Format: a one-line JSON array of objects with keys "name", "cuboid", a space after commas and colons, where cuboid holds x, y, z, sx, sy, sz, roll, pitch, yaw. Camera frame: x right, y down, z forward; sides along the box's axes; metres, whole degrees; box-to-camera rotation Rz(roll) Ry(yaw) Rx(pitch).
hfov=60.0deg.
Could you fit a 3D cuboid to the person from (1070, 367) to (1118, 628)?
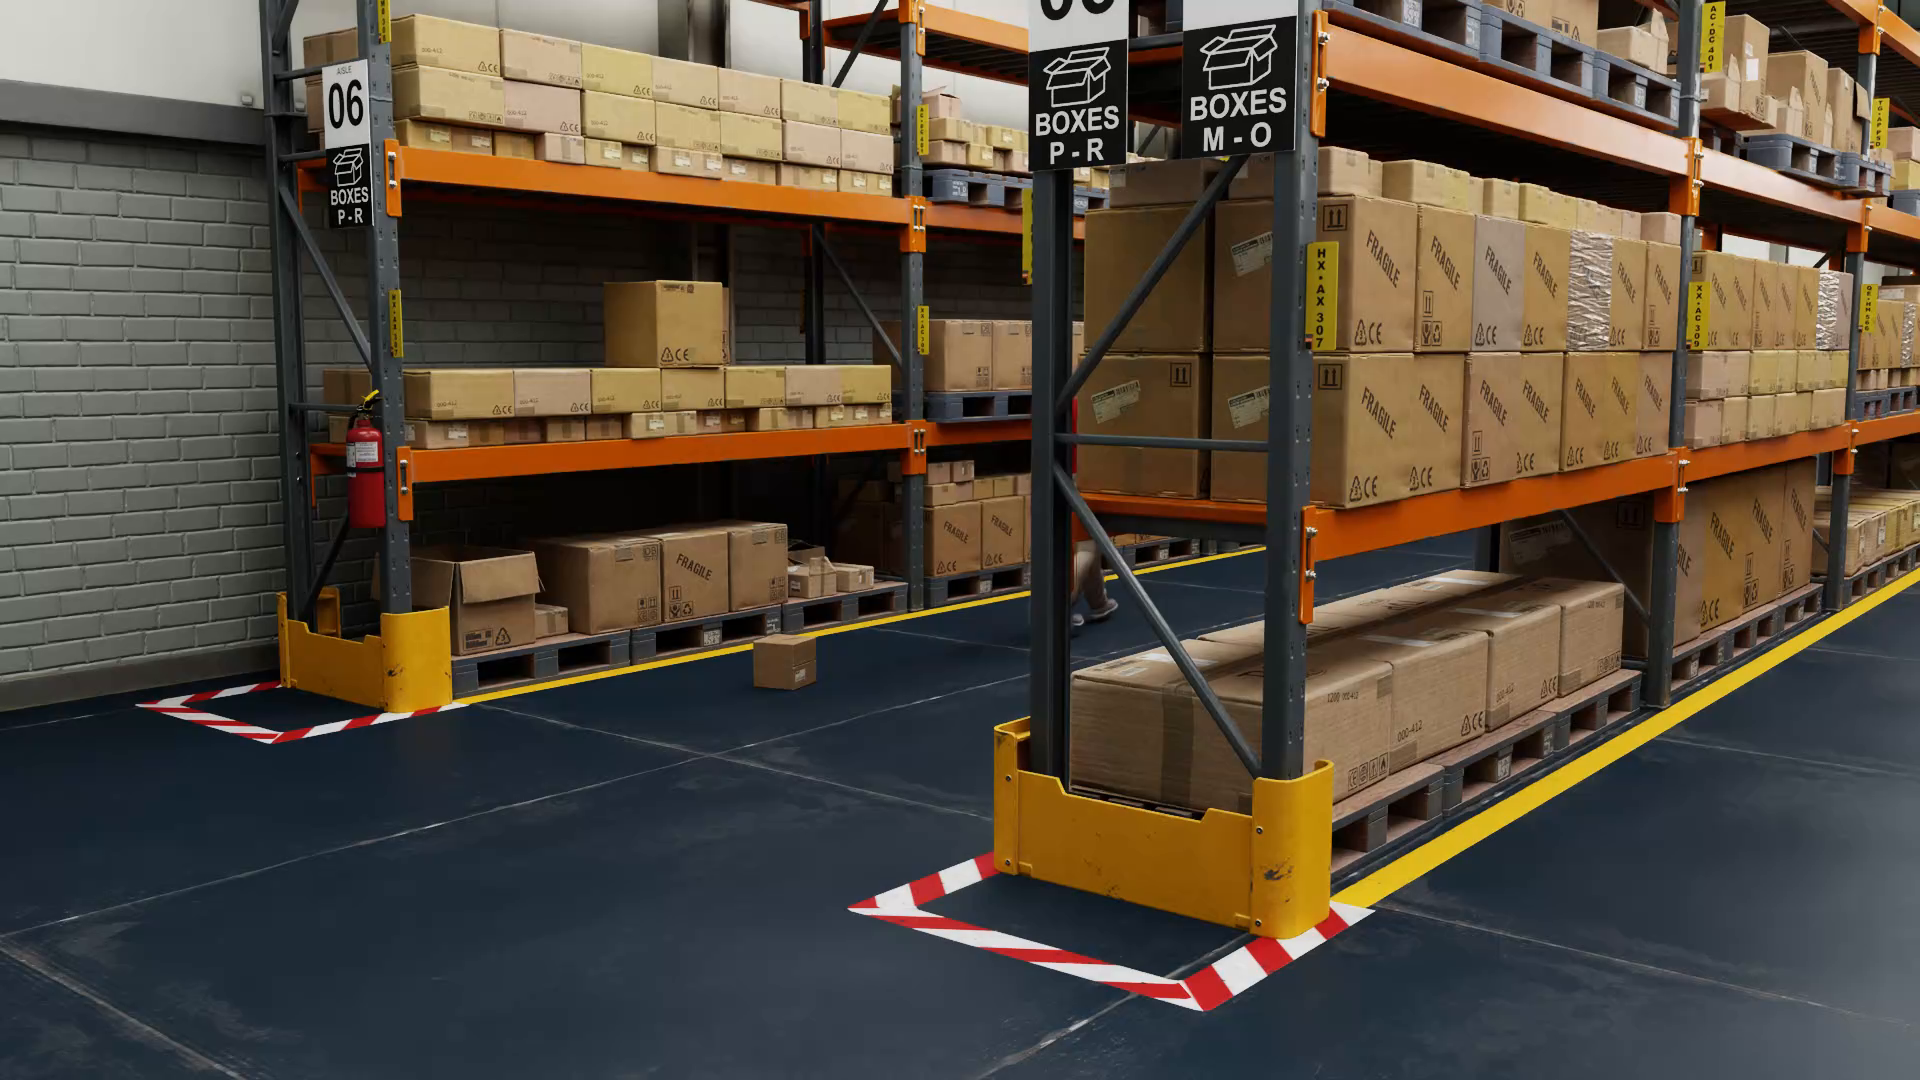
[{"name": "person", "cuboid": [0.830, -0.278, 10.743, 0.569, 1.671, 1.056, 6, 9, 40]}]
